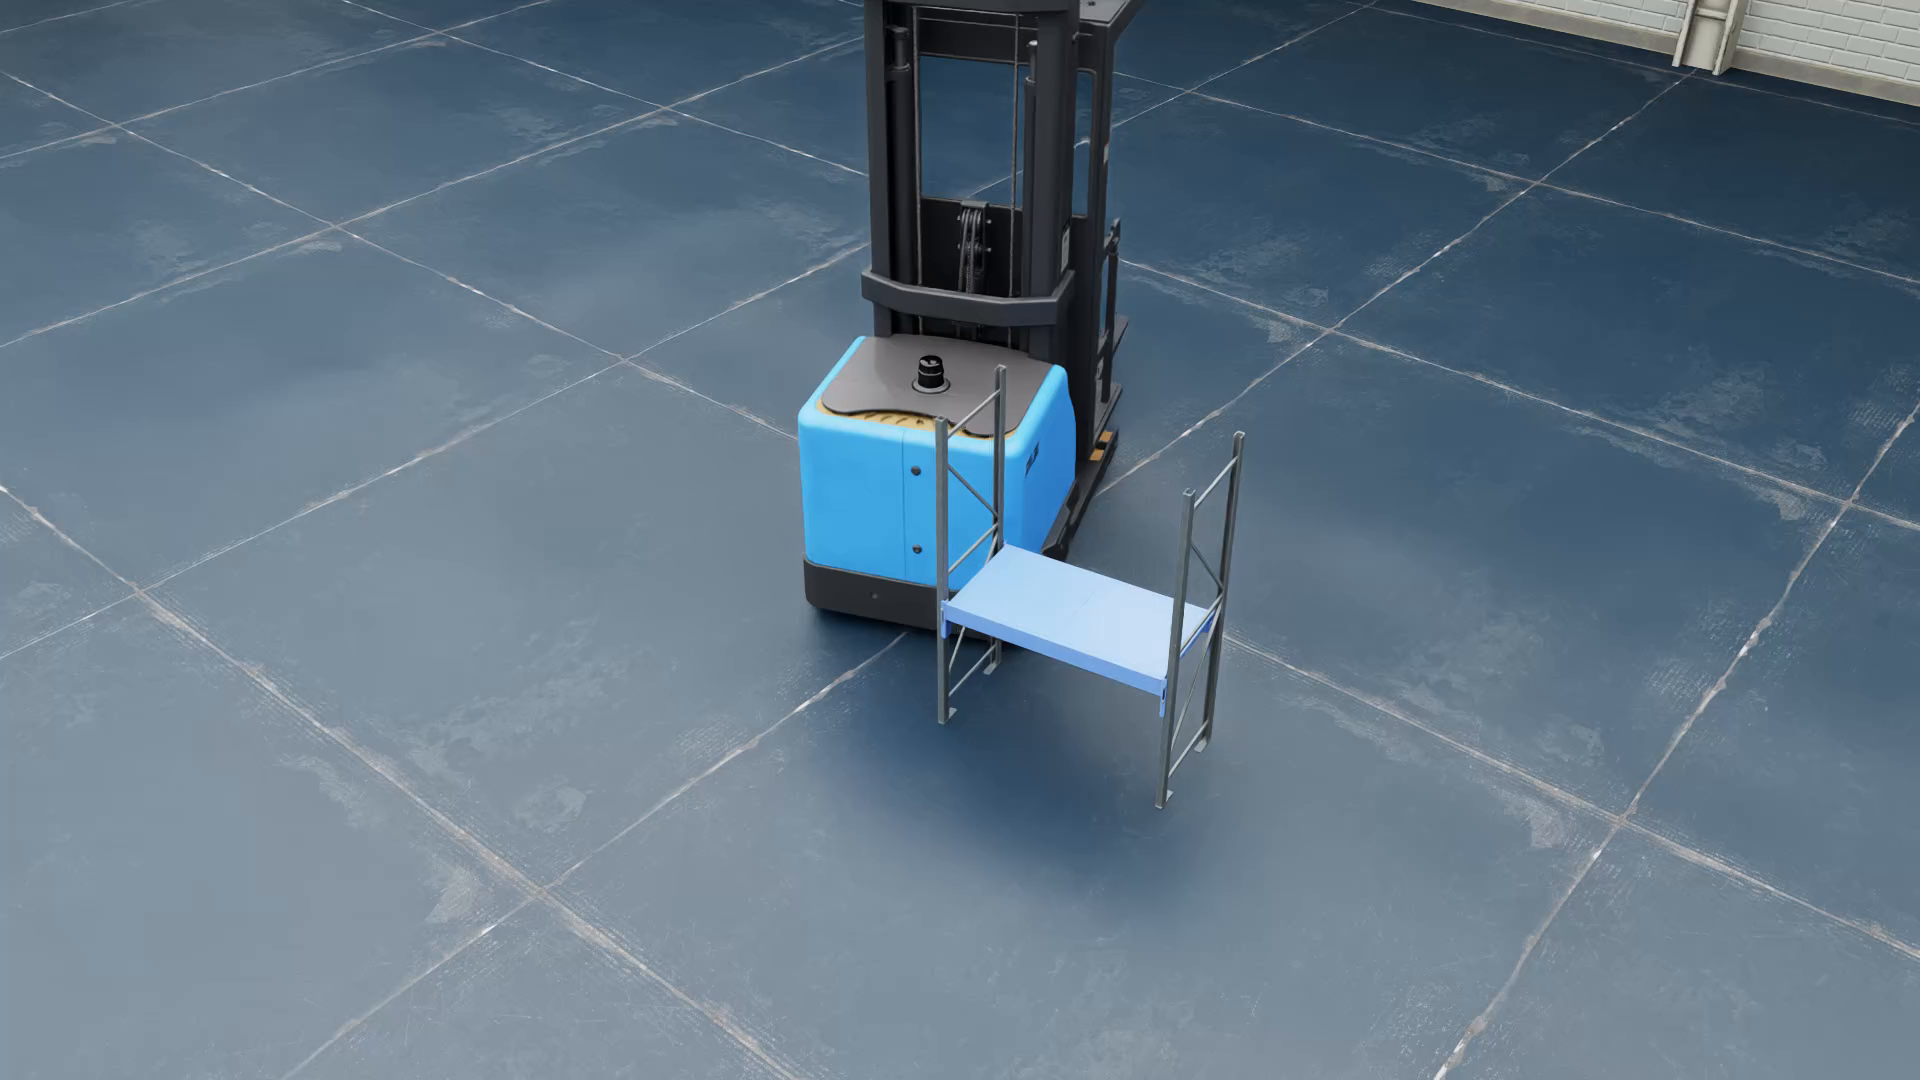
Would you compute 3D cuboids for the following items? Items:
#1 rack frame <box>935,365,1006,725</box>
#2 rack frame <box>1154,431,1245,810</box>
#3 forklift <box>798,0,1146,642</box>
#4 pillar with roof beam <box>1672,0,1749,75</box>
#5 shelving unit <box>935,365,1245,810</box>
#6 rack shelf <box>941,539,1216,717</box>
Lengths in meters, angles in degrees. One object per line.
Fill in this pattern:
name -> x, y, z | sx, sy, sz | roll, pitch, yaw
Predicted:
rack frame -> 0.045, 0.047, 6.857 | 0.032, 1.500, 0.500 | 18, 39, 25
rack frame -> 0.922, 0.338, 6.433 | 0.032, 1.500, 0.500 | 18, 39, 25
forklift -> 0.209, -1.580, 7.962 | 1.130, 2.935, 3.031 | 10, 36, 14
pillar with roof beam -> 3.538, -5.862, 8.836 | 0.400, 9.000, 9.100 | 25, 42, 32
shelving unit -> 0.483, 0.192, 6.645 | 1.048, 1.500, 0.538 | 18, 39, 25
rack shelf -> 0.483, 0.341, 6.747 | 1.000, 0.185, 0.538 | 18, 39, 25
